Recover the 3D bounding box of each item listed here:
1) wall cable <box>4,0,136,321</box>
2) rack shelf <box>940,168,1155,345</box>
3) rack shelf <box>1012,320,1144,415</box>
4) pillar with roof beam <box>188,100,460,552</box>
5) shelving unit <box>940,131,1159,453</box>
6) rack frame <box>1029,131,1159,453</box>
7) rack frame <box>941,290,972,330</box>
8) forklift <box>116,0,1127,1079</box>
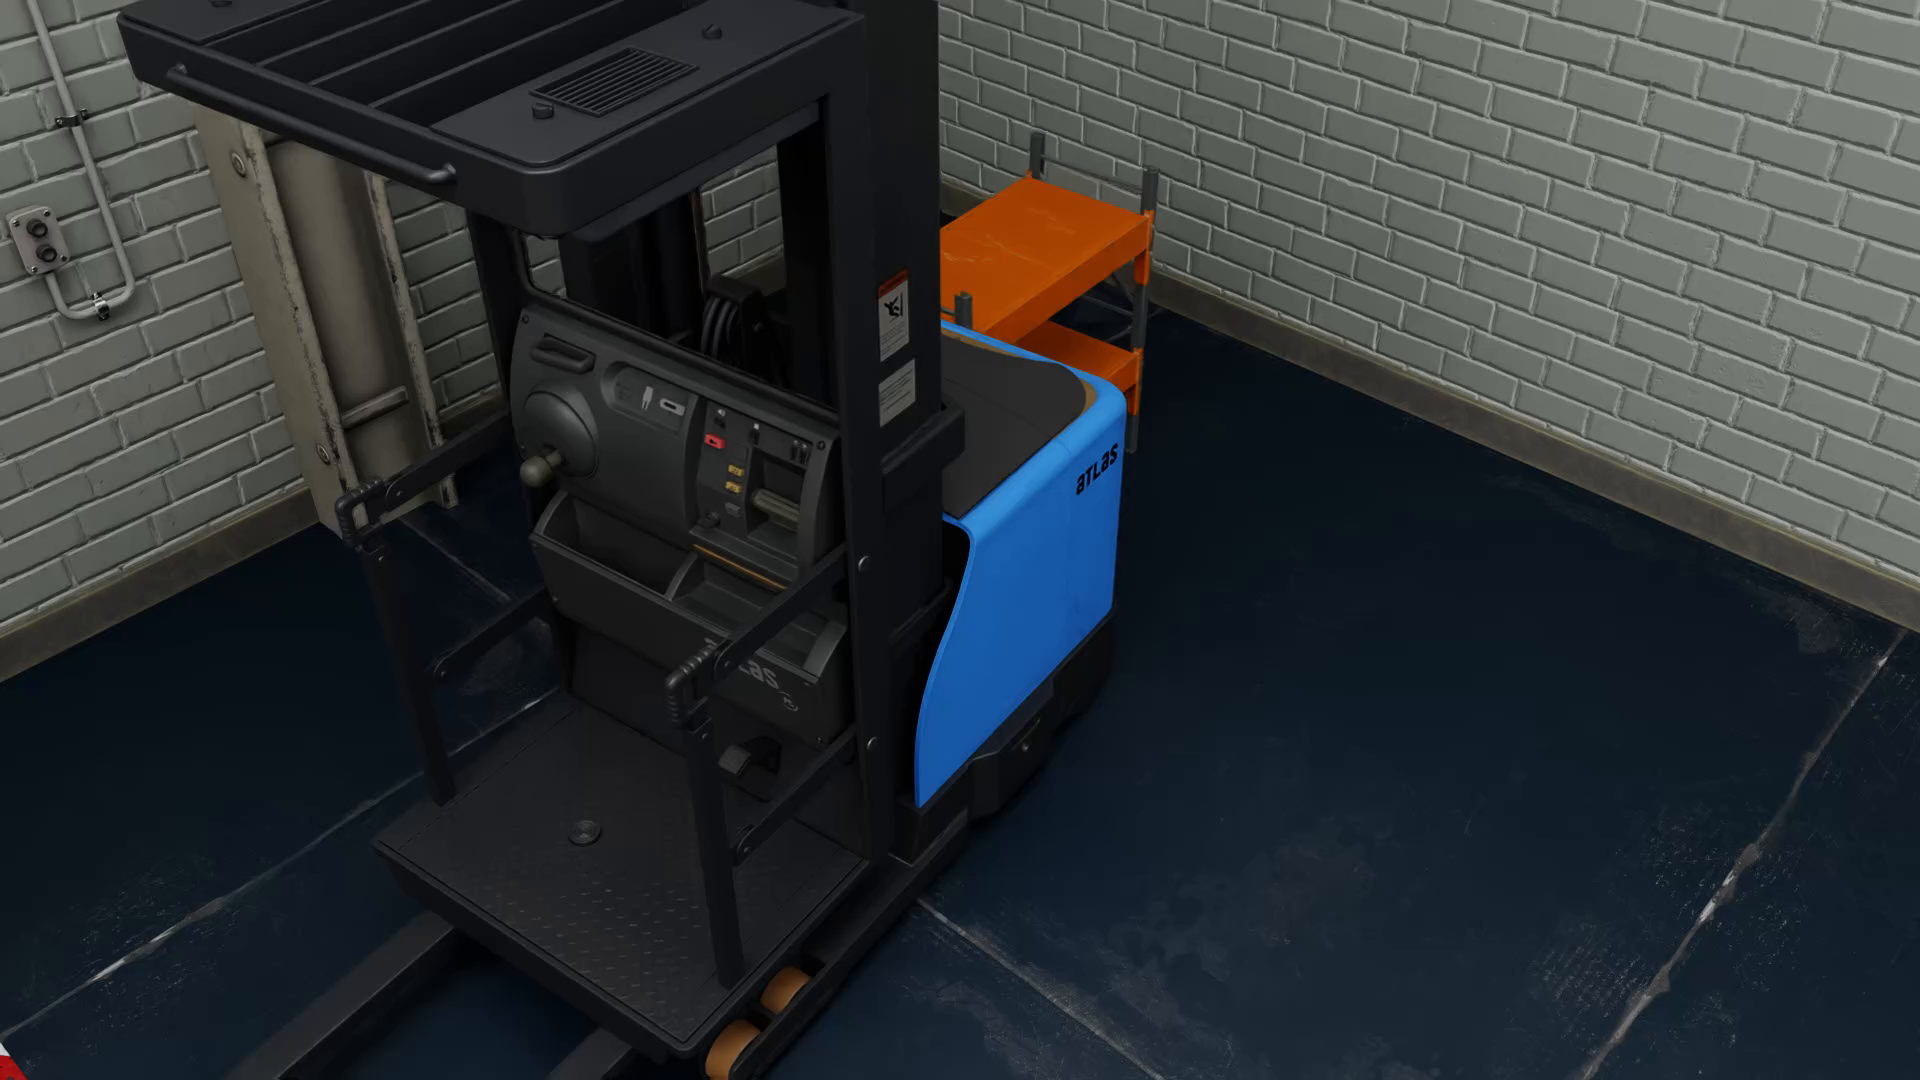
[{"bbox_3d":[-3.042,-1.061,3.858,0.084,1.984,1.851,30,47,32],"label":"wall cable"},{"bbox_3d":[0.139,-0.841,5.433,0.538,0.278,1.000,26,45,28],"label":"rack shelf"},{"bbox_3d":[0.139,-0.420,5.767,0.538,0.278,1.000,26,45,28],"label":"rack shelf"},{"bbox_3d":[1.154,-1.822,0.812,9.100,9.000,0.400,30,47,32],"label":"pillar with roof beam"},{"bbox_3d":[0.139,-0.612,5.615,0.538,1.125,1.048,26,45,28],"label":"shelving unit"},{"bbox_3d":[0.448,-0.863,5.931,0.500,1.125,0.032,26,45,28],"label":"rack frame"},{"bbox_3d":[-0.171,-0.360,5.300,0.500,1.125,0.032,26,45,28],"label":"rack frame"},{"bbox_3d":[-0.784,-0.152,3.586,1.130,2.935,3.031,24,44,27],"label":"forklift"}]
